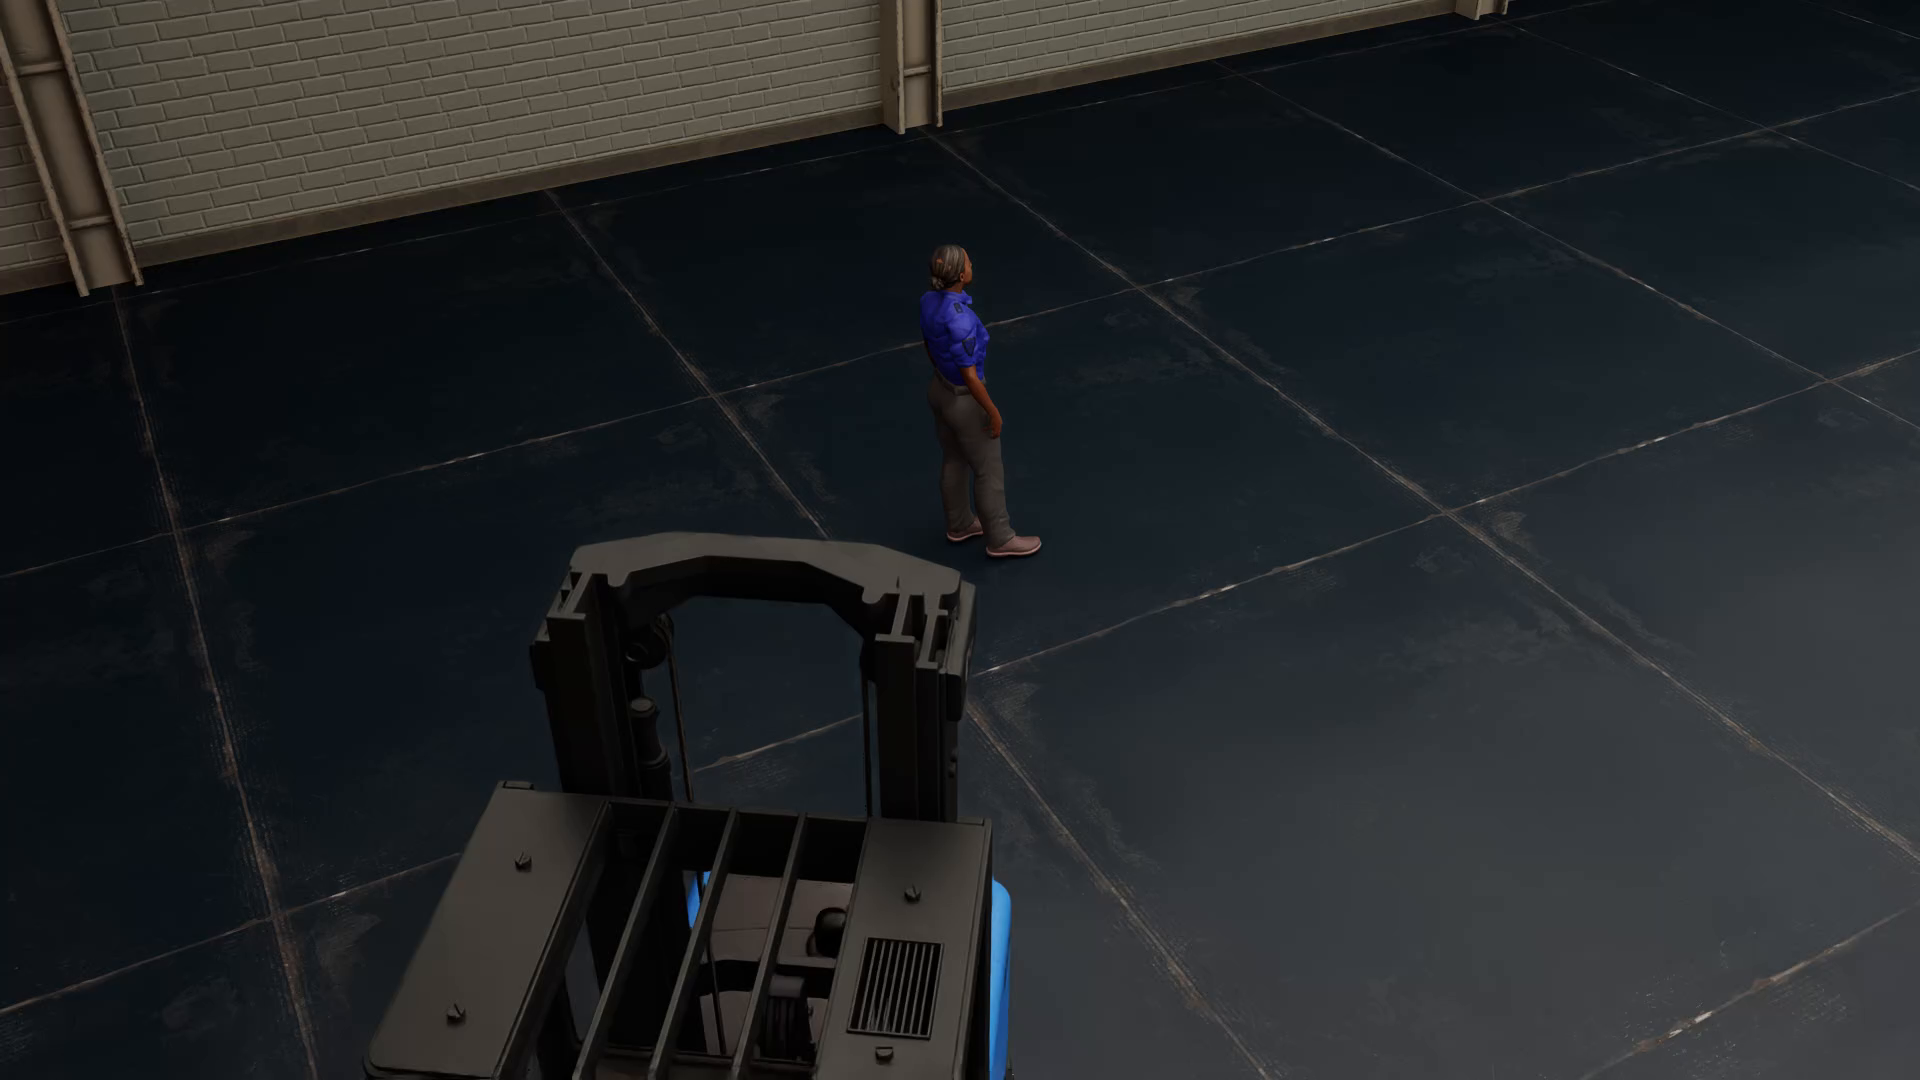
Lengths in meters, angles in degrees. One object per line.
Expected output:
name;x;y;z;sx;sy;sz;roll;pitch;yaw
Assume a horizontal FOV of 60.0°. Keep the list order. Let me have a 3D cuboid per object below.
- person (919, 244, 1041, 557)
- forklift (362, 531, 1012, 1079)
person;0.087;-0.695;8.200;0.503;1.656;0.569;-17;39;-23
forklift;-0.501;1.568;3.905;1.130;2.935;3.031;4;35;5
